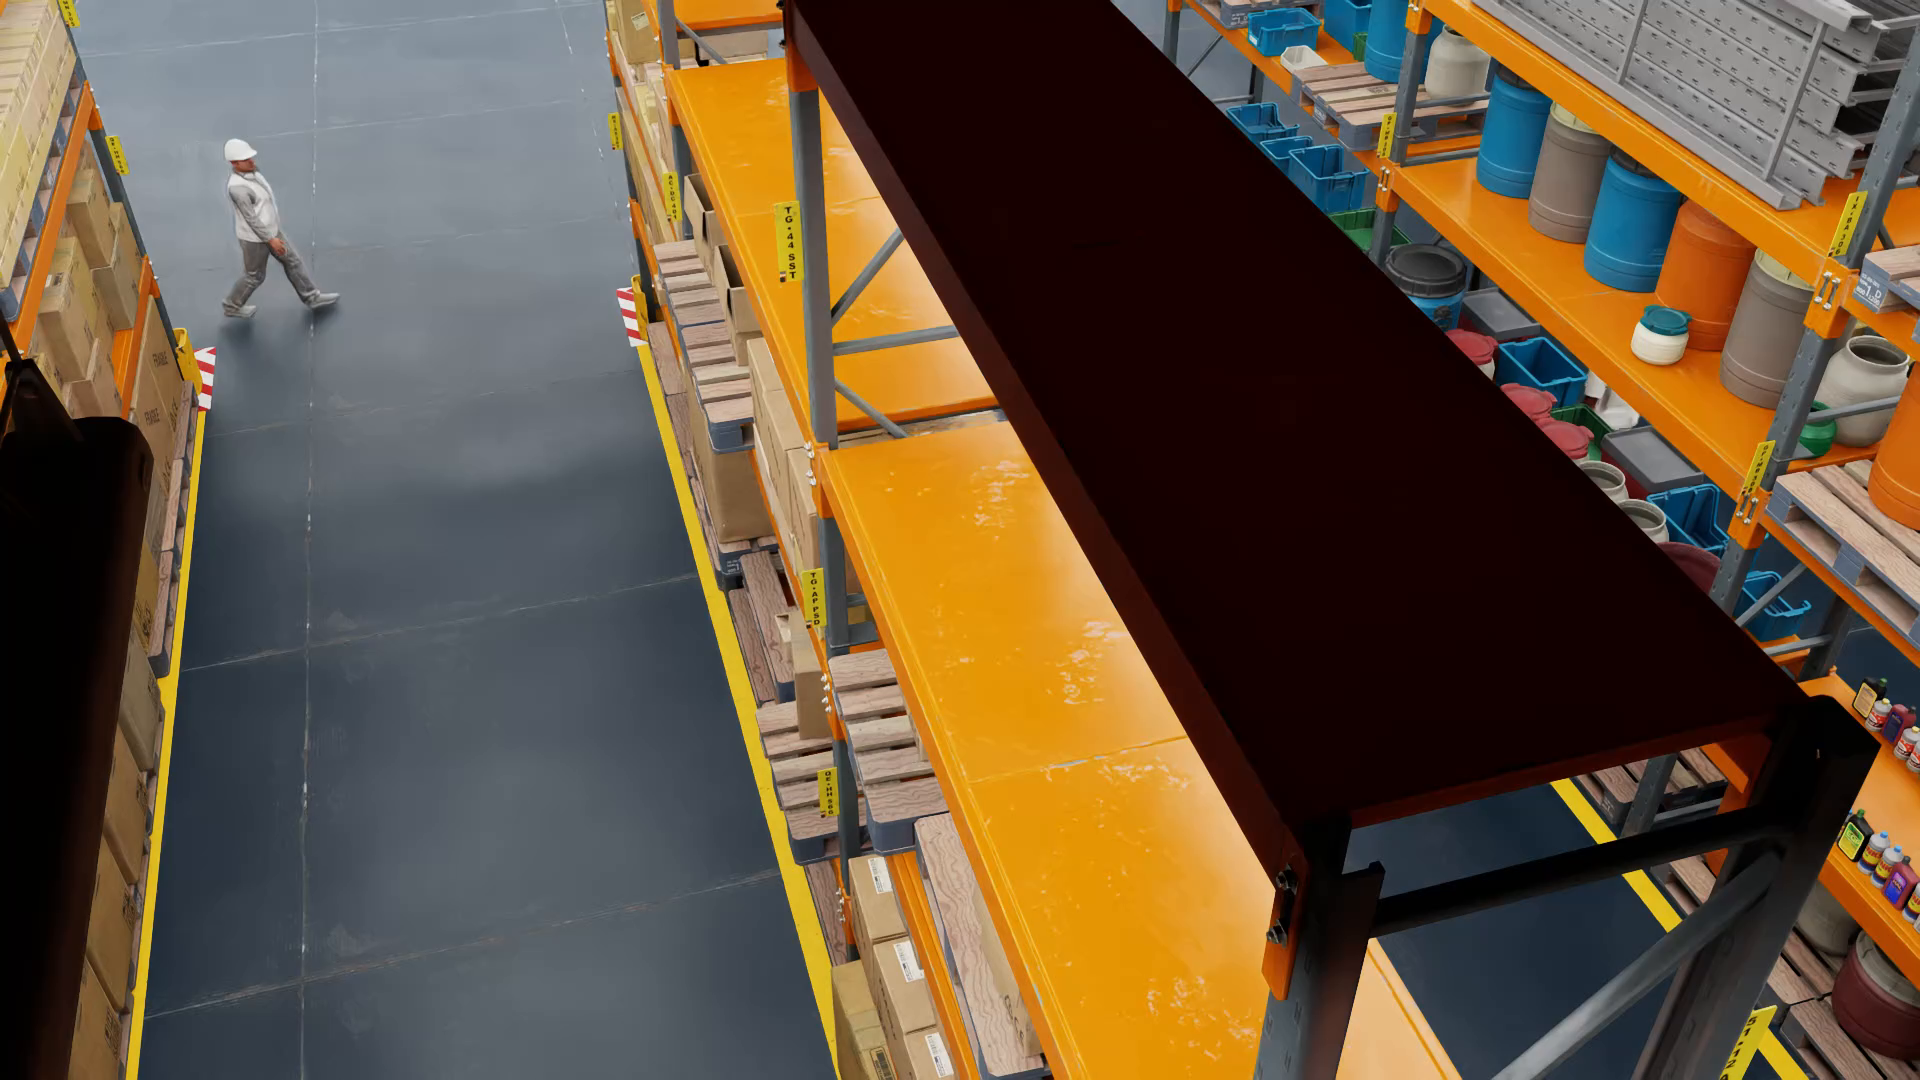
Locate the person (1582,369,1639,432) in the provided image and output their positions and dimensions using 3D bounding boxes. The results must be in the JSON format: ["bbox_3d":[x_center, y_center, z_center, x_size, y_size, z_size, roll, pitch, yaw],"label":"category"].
[{"bbox_3d":[4.911,-0.996,12.714,0.562,1.687,1.136,-3,38,-3],"label":"person"}]

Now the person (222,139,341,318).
[{"bbox_3d":[-6.289,-2.790,14.944,1.007,1.729,0.608,-6,39,-8],"label":"person"}]
